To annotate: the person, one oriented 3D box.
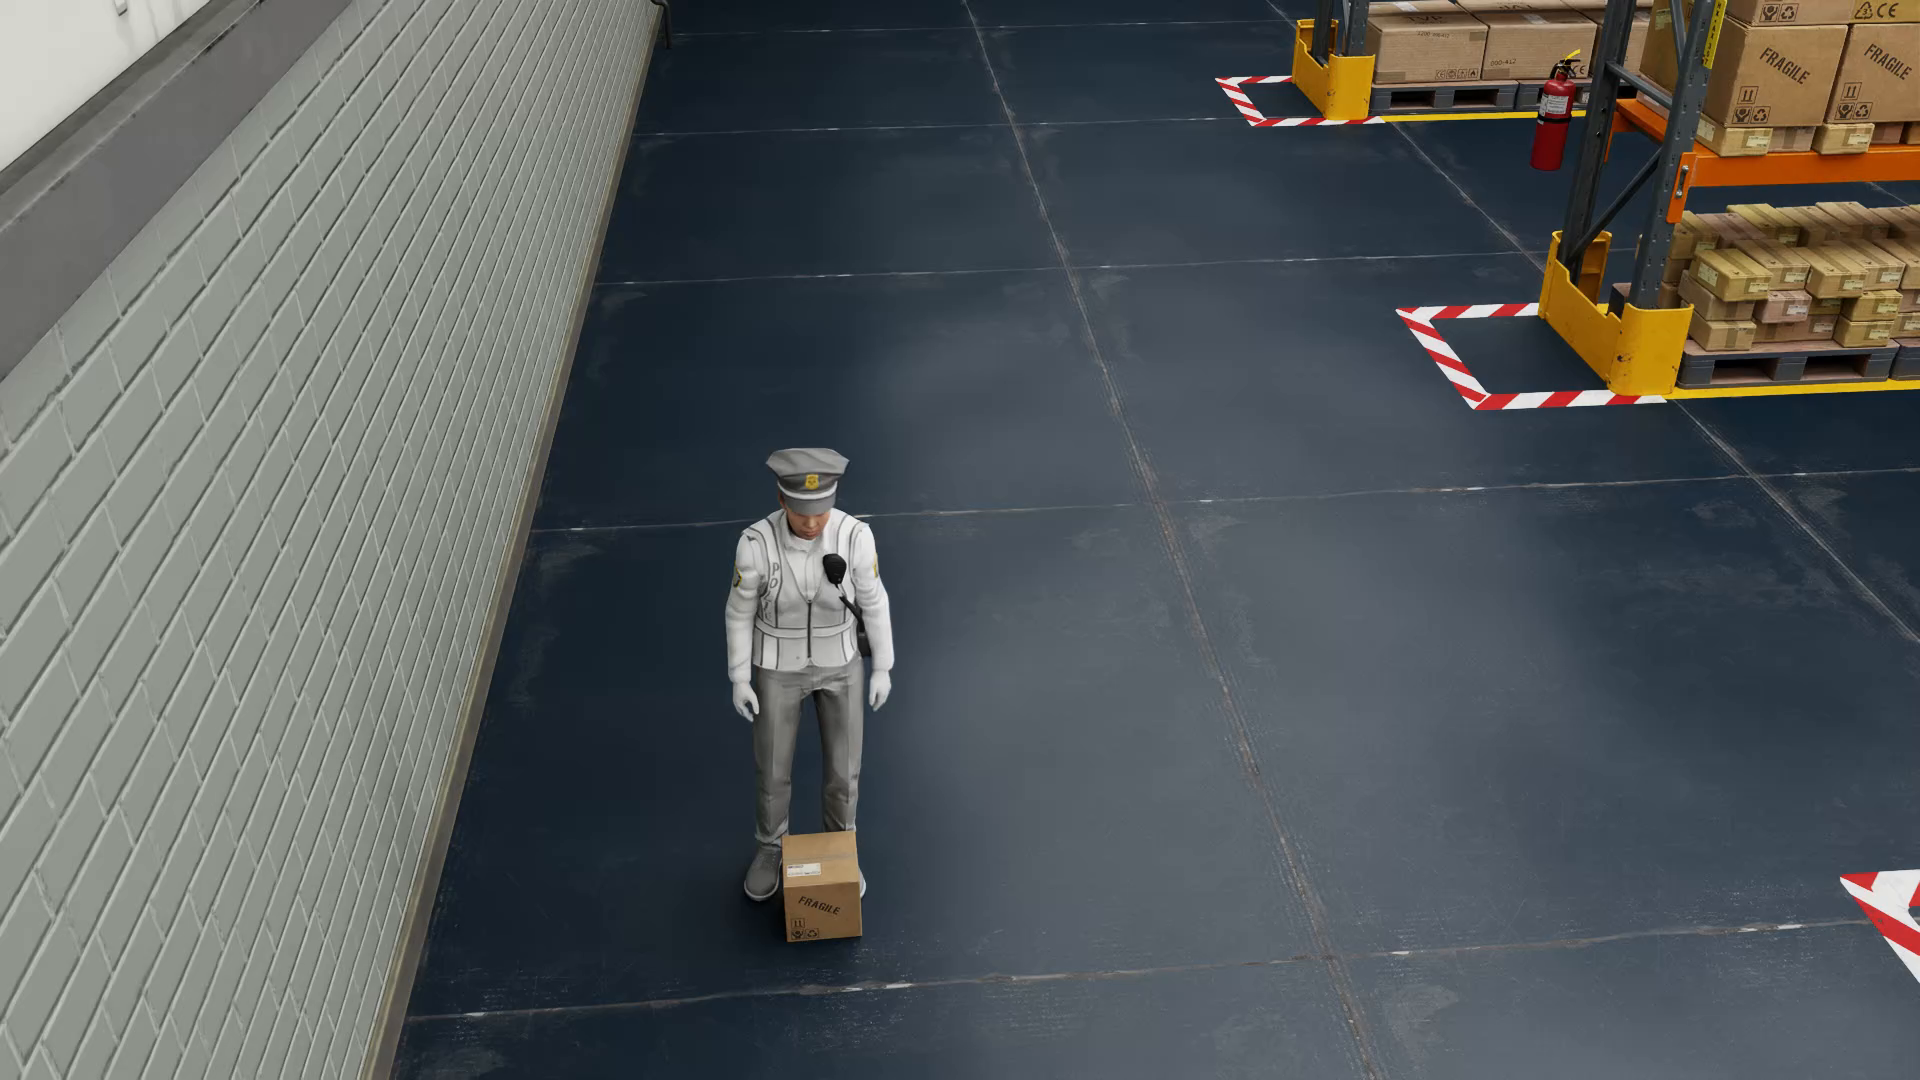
[{"bbox_3d":[-0.483,0.442,5.400,0.547,1.667,0.408,-4,32,-7],"label":"person"}]
